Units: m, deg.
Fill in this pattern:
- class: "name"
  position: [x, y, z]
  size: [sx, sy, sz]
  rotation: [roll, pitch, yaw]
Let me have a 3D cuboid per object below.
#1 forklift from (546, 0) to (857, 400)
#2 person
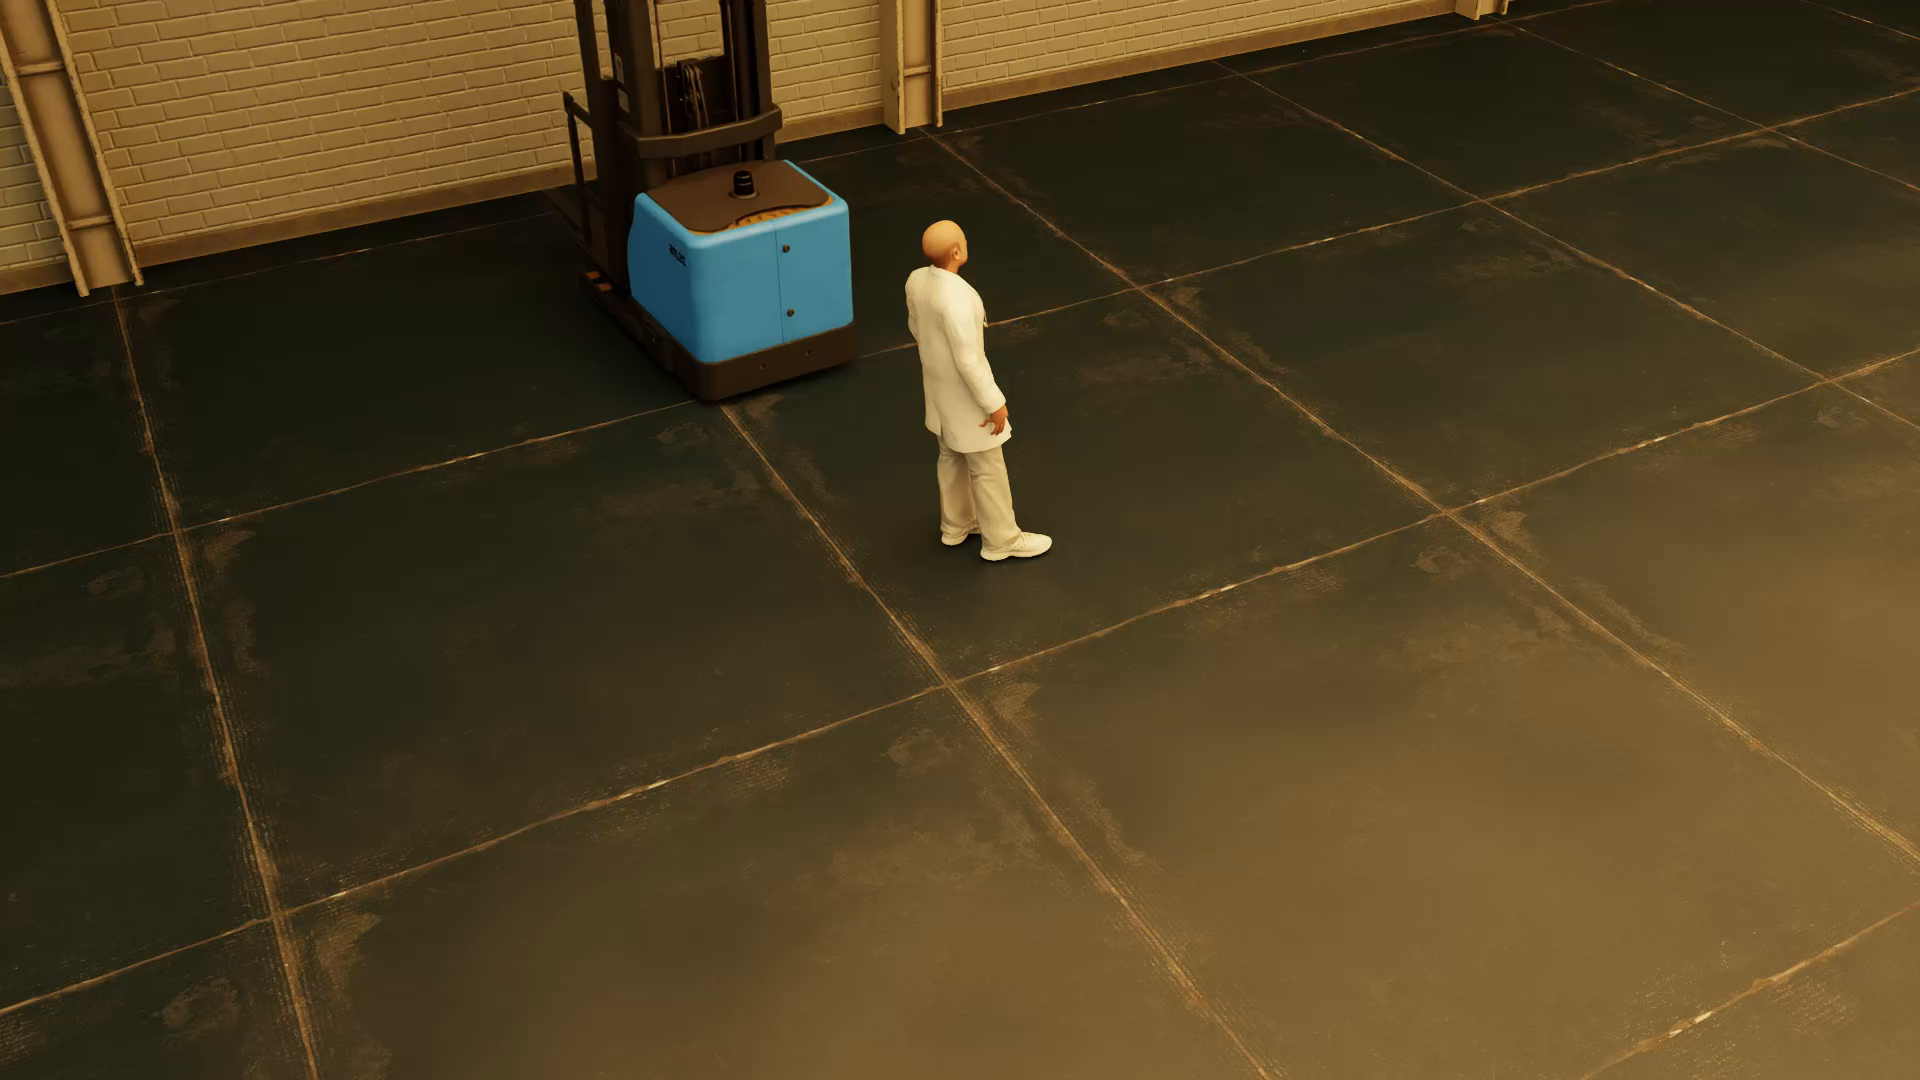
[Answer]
- class: "forklift"
  position: [-1.834, -2.830, 10.127]
  size: [1.130, 2.935, 3.031]
  rotation: [-20, 40, -26]
- class: "person"
  position: [0.082, -0.748, 8.180]
  size: [0.581, 1.763, 0.694]
  rotation: [-17, 39, -23]
